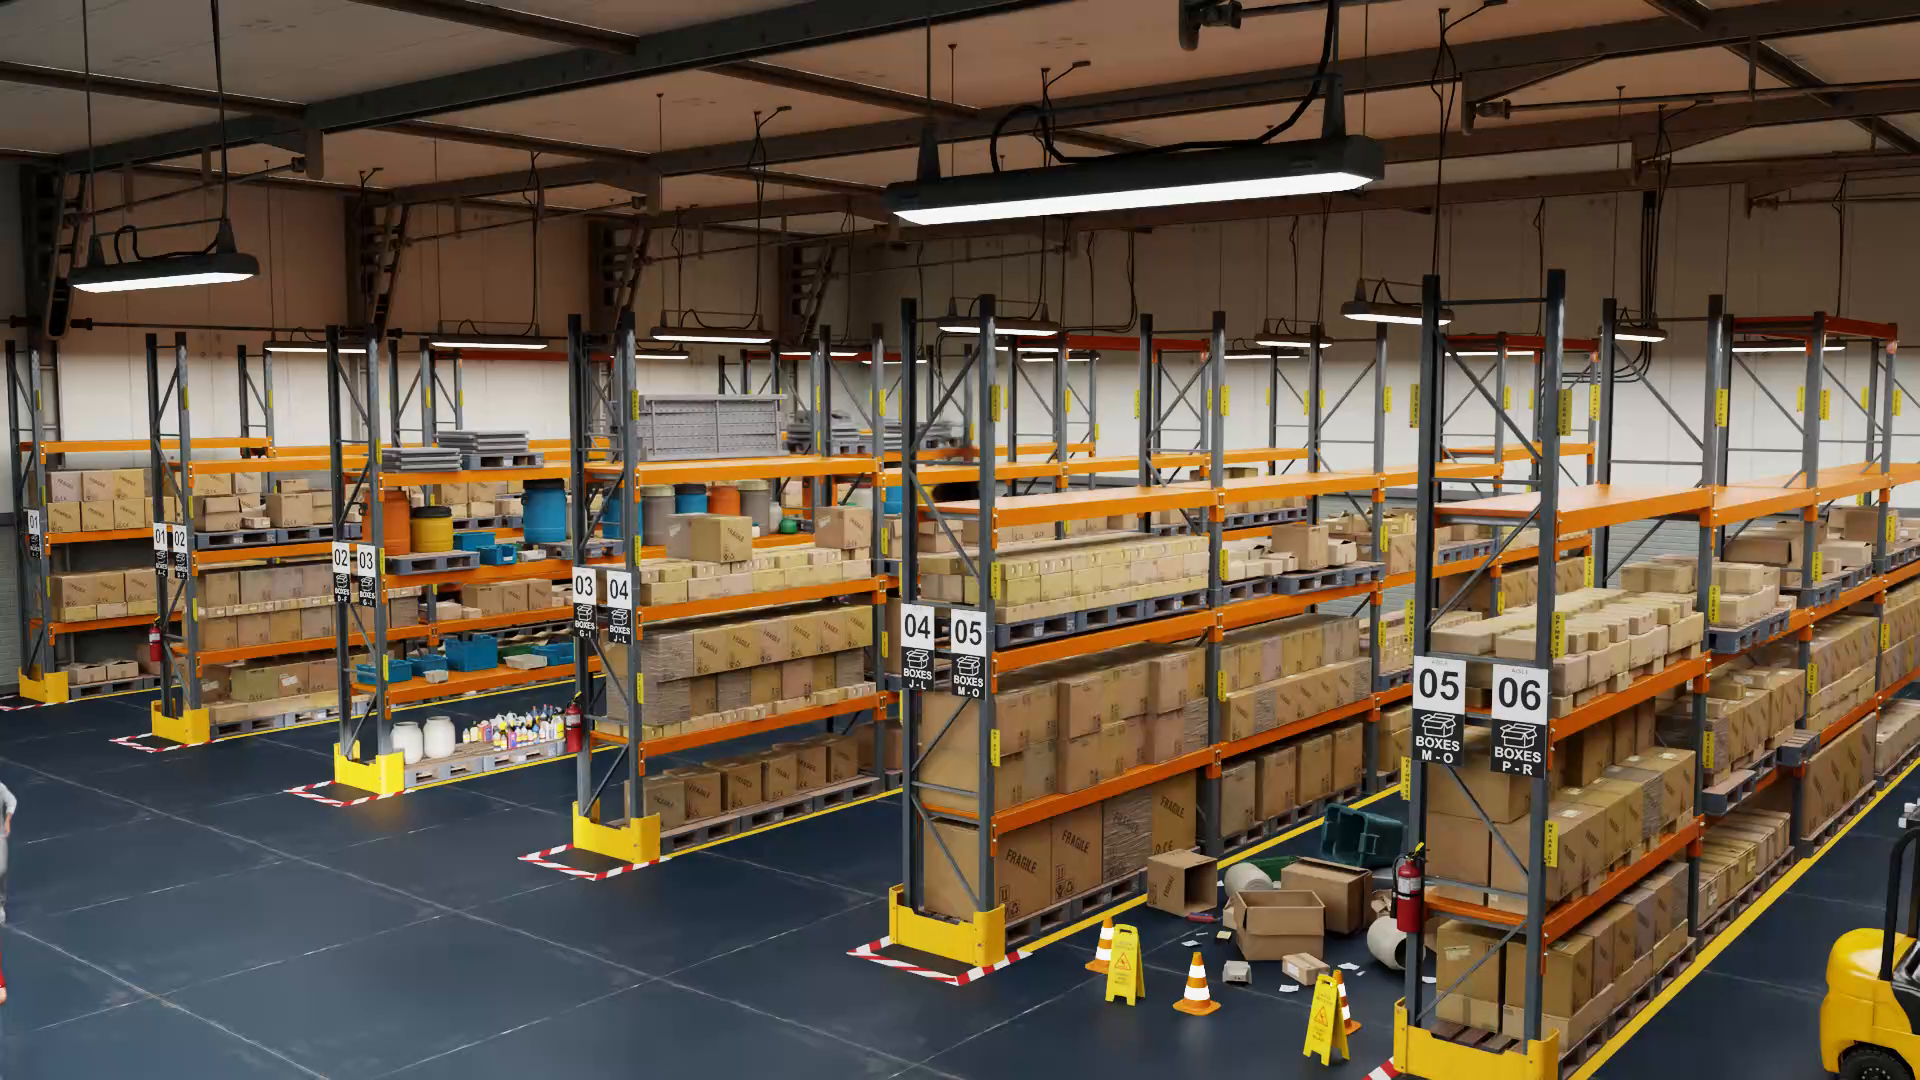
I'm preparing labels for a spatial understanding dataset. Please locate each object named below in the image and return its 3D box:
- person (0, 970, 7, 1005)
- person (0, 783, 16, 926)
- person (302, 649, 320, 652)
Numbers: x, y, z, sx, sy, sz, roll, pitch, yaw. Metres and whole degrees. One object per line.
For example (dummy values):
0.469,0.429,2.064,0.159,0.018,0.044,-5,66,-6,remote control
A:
-6.574,3.305,10.838,0.664,1.723,0.949,-2,6,-24,person
-9.383,2.928,16.053,0.517,1.608,0.639,-3,6,-31,person
-10.862,1.808,27.978,0.562,1.682,0.867,3,6,30,person
